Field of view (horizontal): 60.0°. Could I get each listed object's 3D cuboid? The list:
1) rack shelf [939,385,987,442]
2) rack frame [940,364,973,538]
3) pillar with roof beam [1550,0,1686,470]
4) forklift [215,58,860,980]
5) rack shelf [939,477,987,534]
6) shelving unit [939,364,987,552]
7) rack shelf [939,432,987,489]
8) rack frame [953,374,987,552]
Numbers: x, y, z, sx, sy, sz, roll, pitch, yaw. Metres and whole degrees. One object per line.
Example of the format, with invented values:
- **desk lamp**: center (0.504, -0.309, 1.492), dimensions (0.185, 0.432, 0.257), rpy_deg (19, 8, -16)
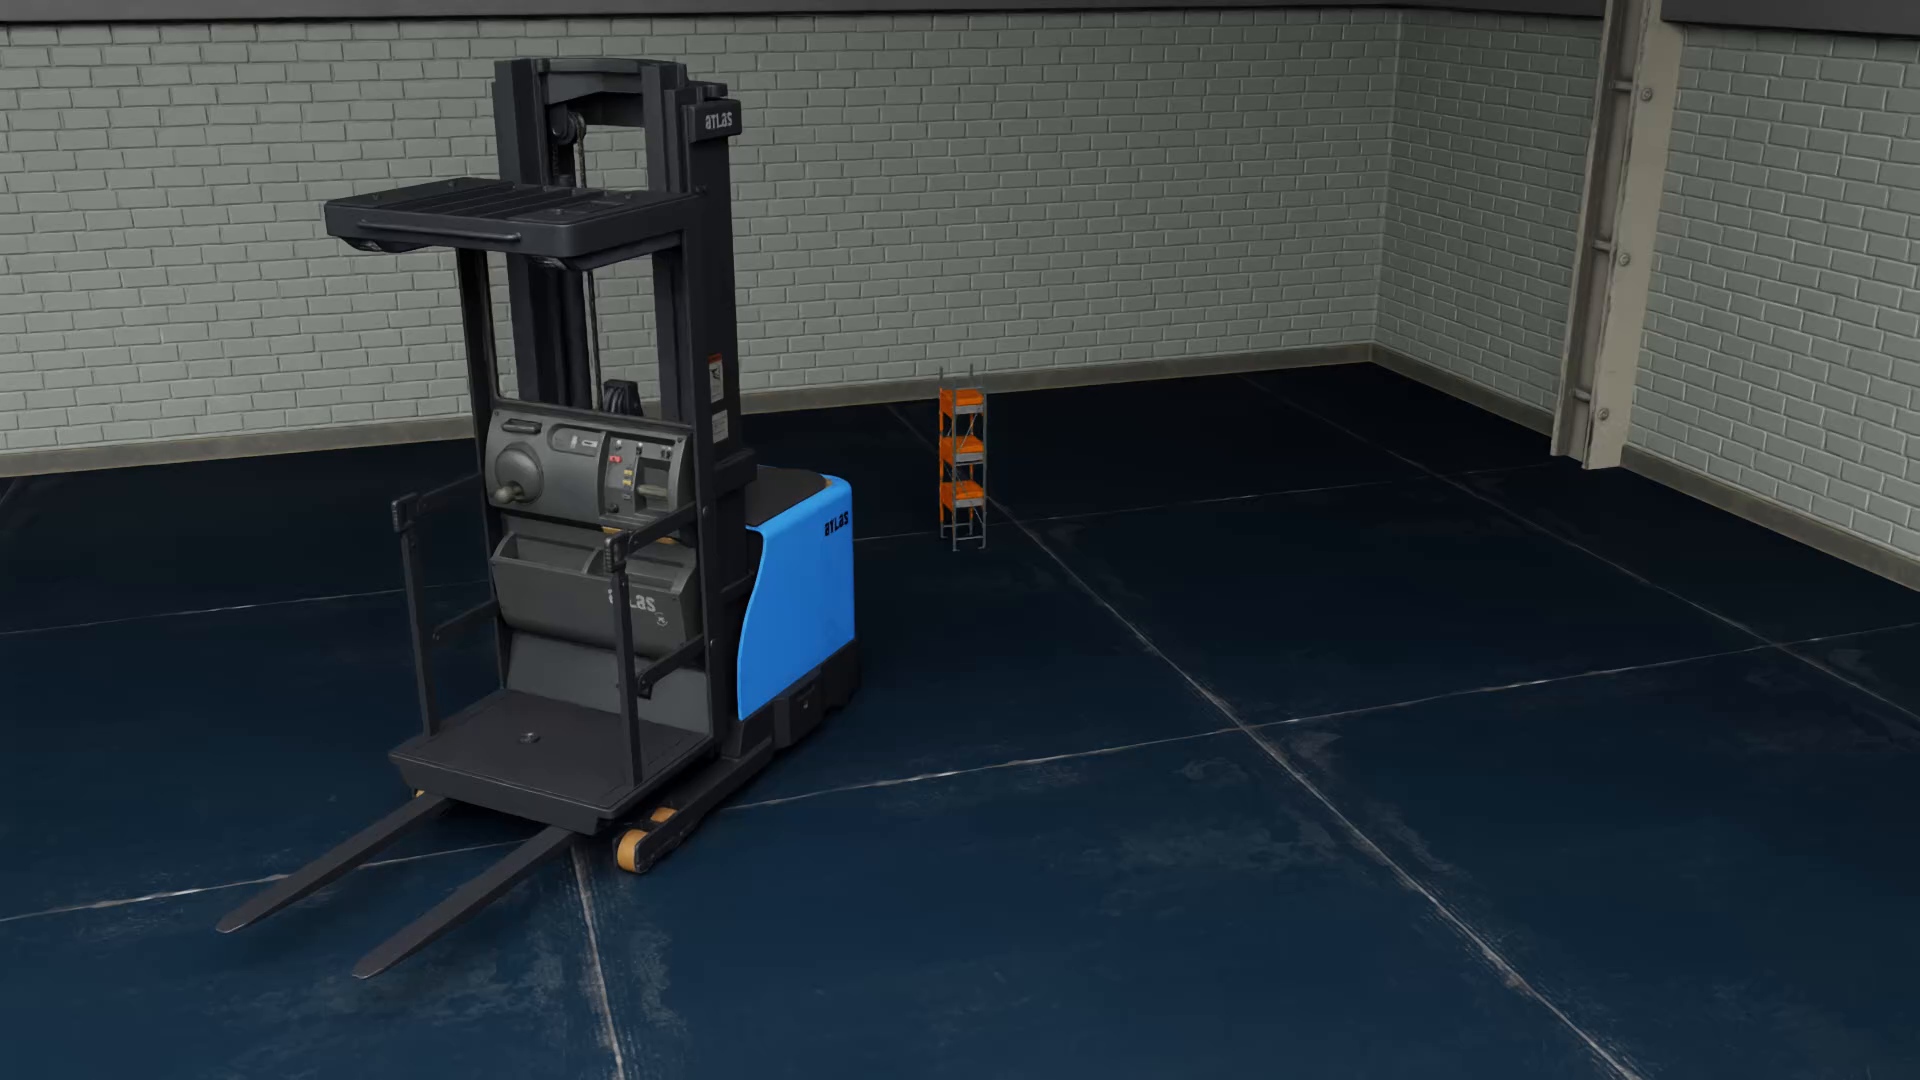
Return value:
- **rack shelf**: center (0.017, -0.734, 9.599), dimensions (0.215, 0.259, 0.240), rpy_deg (-6, 21, -17)
- **rack frame**: center (-0.022, -0.516, 9.800), dimensions (0.200, 1.050, 0.008), rpy_deg (-6, 21, -17)
- **pillar with roof beam**: center (0.227, -4.332, 8.664), dimensions (9.100, 9.000, 0.400), rpy_deg (-6, 21, -17)
- **forklift**: center (-1.562, -0.272, 6.337), dimensions (1.130, 2.935, 3.031), rpy_deg (9, 22, 24)
- **rack shelf**: center (0.017, -0.205, 9.789), dimensions (0.215, 0.259, 0.240), rpy_deg (-6, 21, -17)
- **shelving unit**: center (0.017, -0.477, 9.691), dimensions (0.215, 1.050, 0.252), rpy_deg (-6, 21, -17)
- **rack shelf**: center (0.017, -0.467, 9.695), dimensions (0.215, 0.259, 0.240), rpy_deg (-6, 21, -17)
- **rack frame**: center (0.055, -0.438, 9.582), dimensions (0.200, 1.050, 0.008), rpy_deg (-6, 21, -17)
